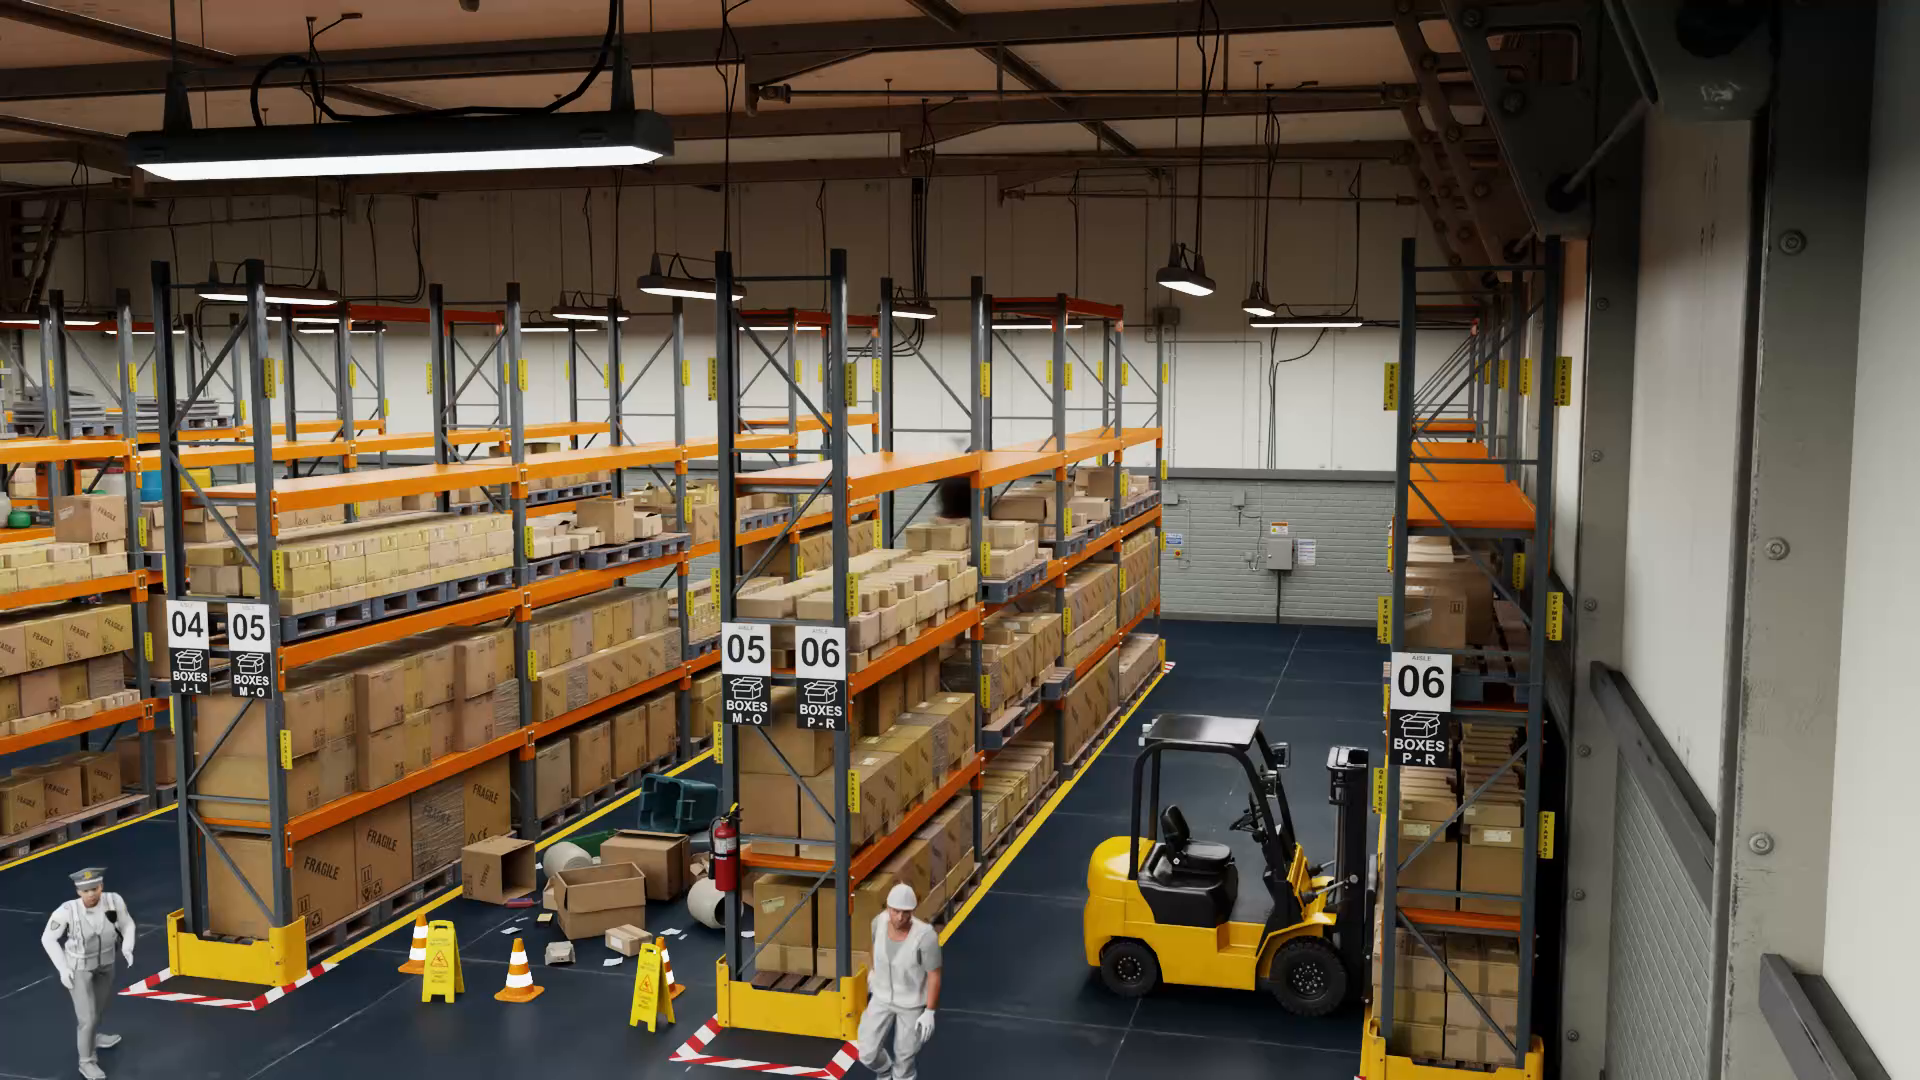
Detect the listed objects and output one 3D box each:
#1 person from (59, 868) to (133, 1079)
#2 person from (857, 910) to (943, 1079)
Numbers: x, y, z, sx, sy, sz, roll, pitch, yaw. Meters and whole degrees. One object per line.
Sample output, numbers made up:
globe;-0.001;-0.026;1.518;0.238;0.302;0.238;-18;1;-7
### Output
person;-6.321;3.104;12.169;0.851;1.596;0.582;4;7;33
person;-0.401;3.194;11.273;0.660;1.459;0.549;2;6;20
